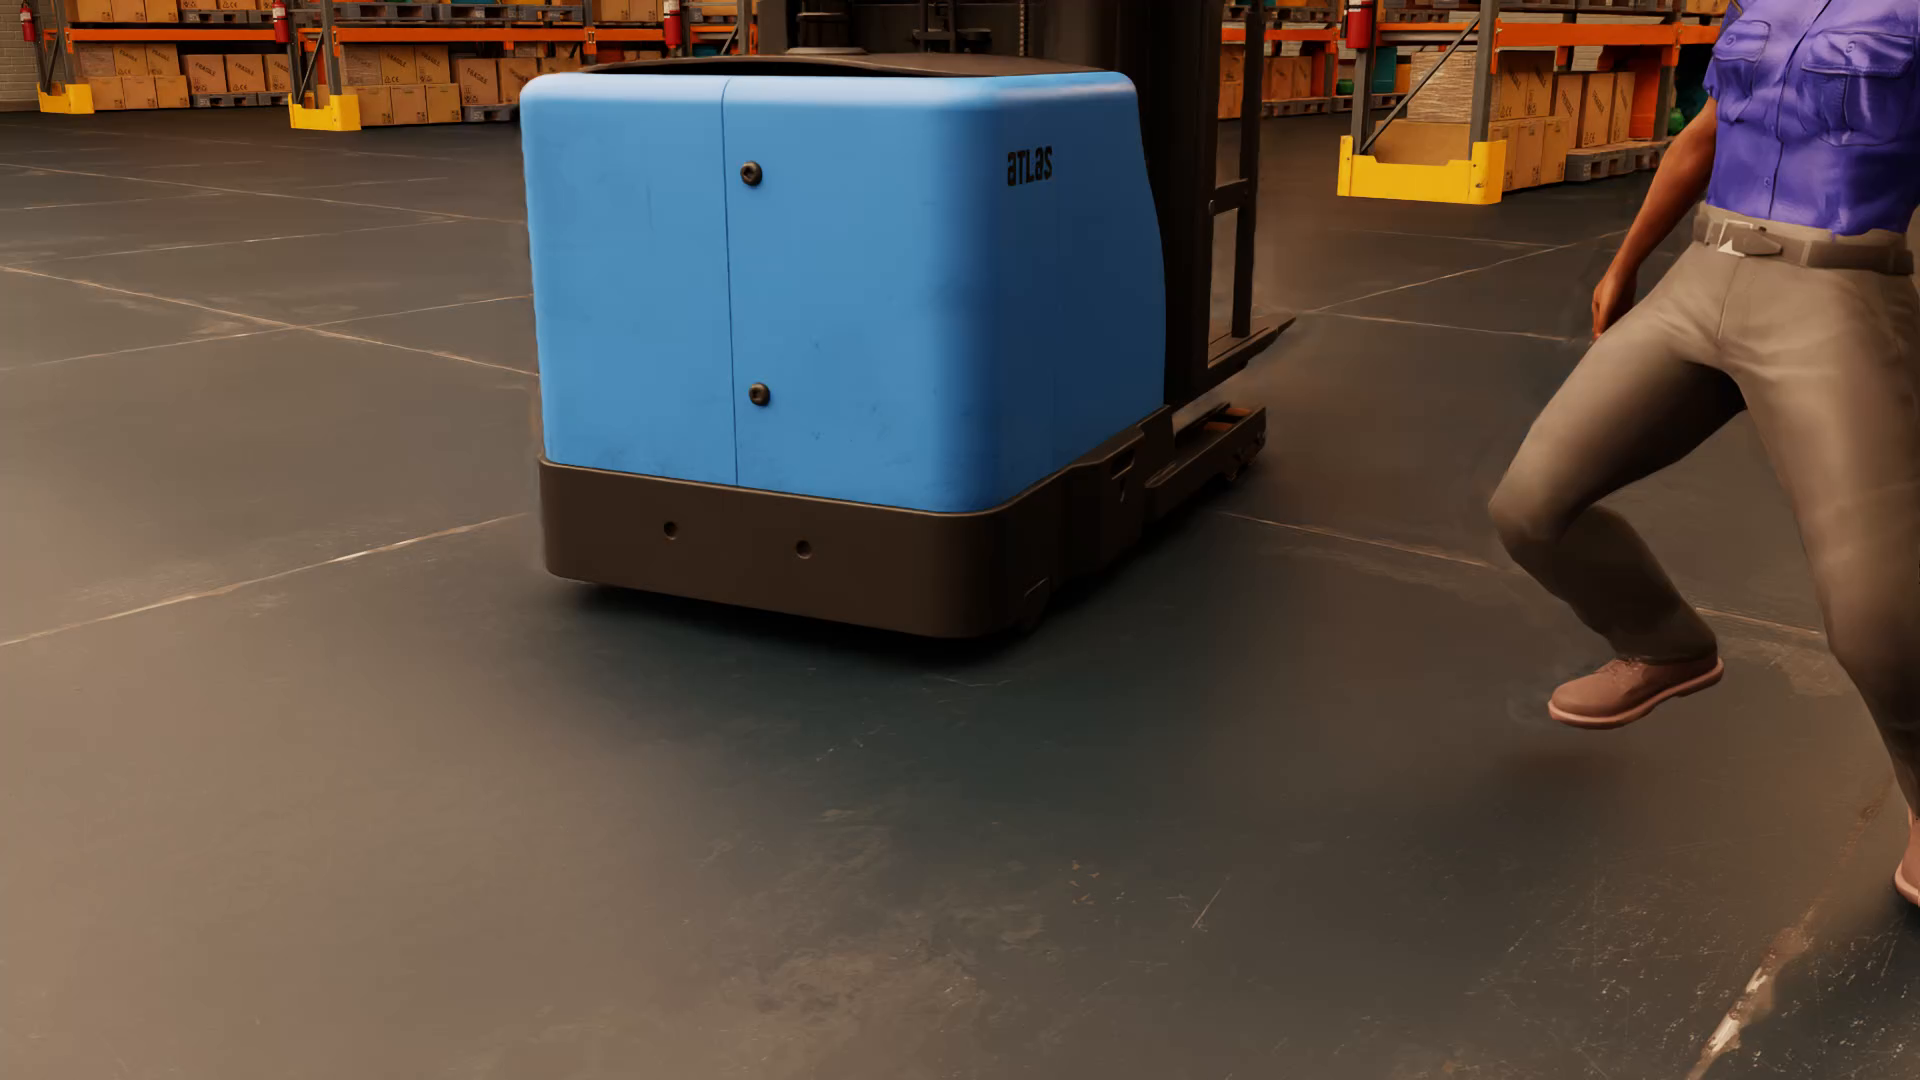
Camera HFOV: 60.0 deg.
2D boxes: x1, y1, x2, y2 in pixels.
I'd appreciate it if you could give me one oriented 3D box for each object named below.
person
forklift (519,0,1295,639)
[{"bbox_3d":[1.148,-0.322,2.294,0.538,1.526,0.836,-6,18,-19],"label":"person"},{"bbox_3d":[0.204,-1.602,4.173,1.130,2.935,3.031,8,19,24],"label":"forklift"}]
